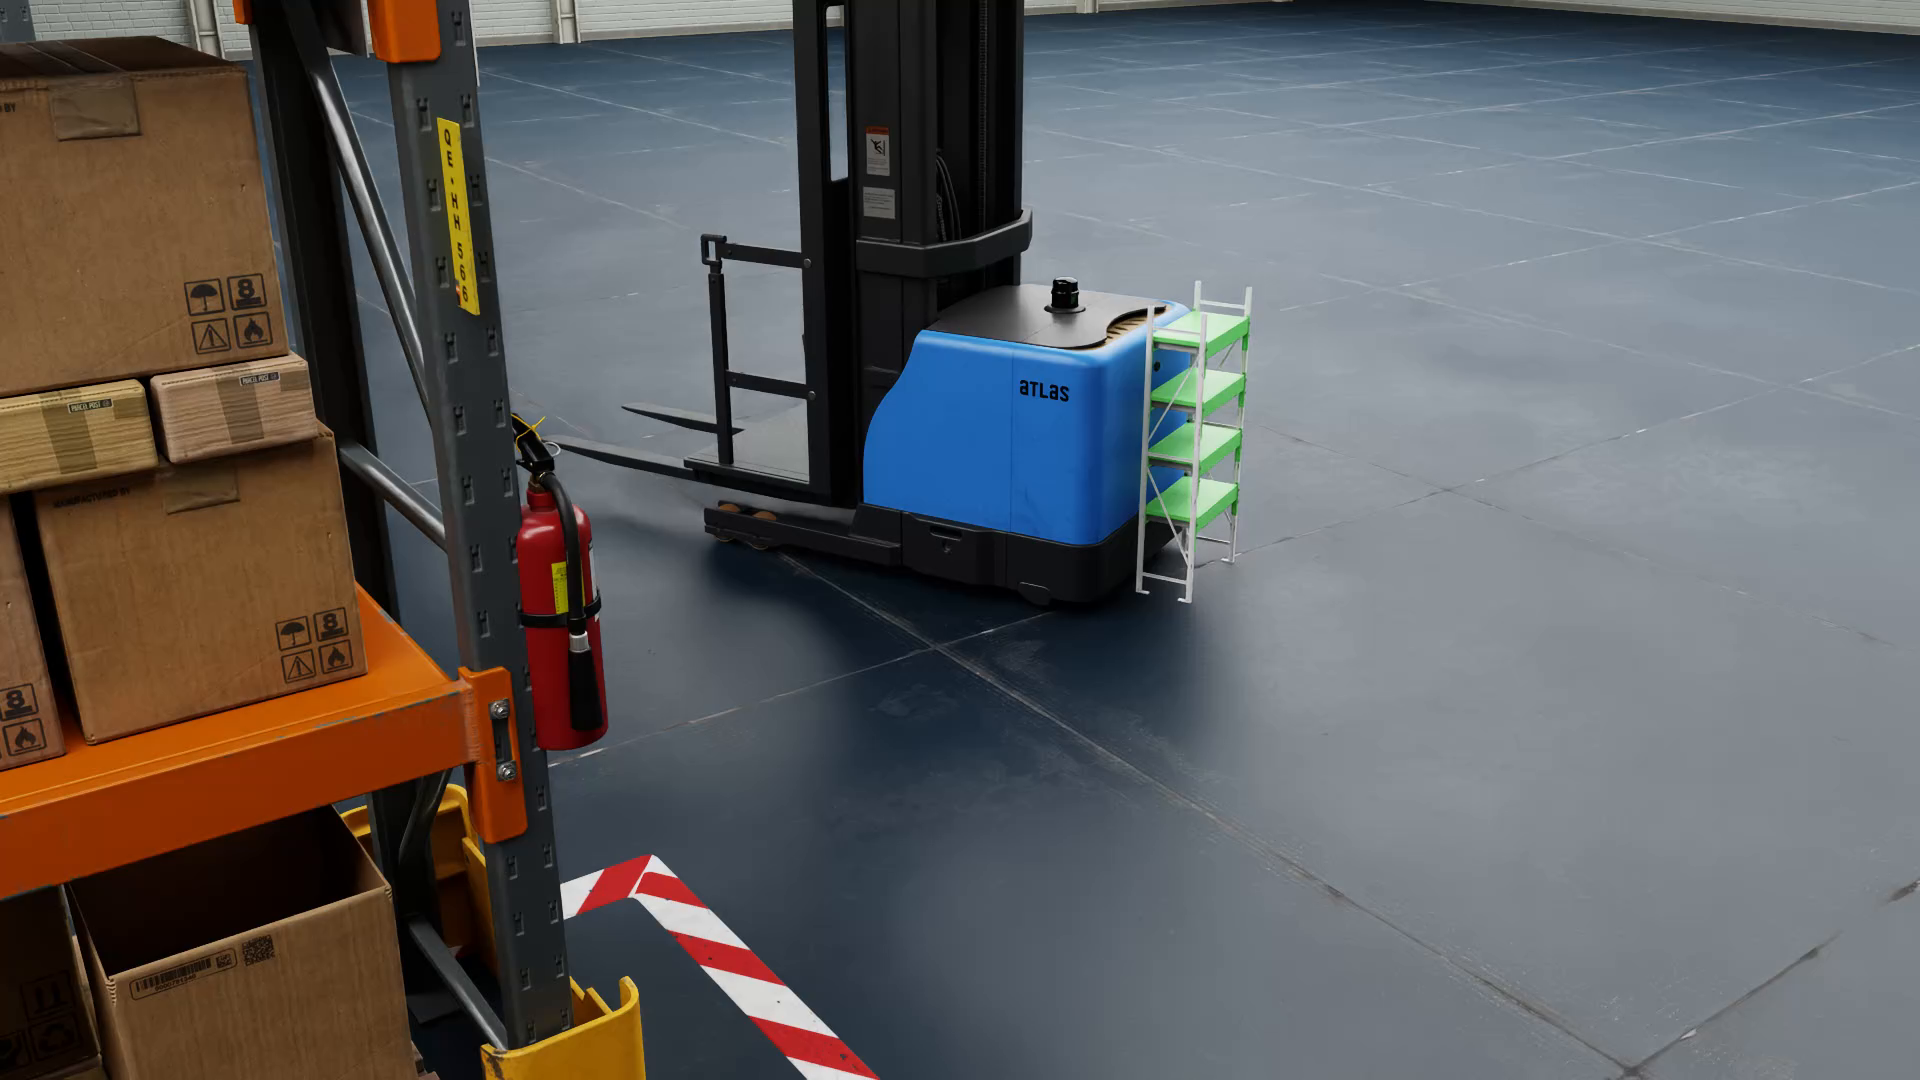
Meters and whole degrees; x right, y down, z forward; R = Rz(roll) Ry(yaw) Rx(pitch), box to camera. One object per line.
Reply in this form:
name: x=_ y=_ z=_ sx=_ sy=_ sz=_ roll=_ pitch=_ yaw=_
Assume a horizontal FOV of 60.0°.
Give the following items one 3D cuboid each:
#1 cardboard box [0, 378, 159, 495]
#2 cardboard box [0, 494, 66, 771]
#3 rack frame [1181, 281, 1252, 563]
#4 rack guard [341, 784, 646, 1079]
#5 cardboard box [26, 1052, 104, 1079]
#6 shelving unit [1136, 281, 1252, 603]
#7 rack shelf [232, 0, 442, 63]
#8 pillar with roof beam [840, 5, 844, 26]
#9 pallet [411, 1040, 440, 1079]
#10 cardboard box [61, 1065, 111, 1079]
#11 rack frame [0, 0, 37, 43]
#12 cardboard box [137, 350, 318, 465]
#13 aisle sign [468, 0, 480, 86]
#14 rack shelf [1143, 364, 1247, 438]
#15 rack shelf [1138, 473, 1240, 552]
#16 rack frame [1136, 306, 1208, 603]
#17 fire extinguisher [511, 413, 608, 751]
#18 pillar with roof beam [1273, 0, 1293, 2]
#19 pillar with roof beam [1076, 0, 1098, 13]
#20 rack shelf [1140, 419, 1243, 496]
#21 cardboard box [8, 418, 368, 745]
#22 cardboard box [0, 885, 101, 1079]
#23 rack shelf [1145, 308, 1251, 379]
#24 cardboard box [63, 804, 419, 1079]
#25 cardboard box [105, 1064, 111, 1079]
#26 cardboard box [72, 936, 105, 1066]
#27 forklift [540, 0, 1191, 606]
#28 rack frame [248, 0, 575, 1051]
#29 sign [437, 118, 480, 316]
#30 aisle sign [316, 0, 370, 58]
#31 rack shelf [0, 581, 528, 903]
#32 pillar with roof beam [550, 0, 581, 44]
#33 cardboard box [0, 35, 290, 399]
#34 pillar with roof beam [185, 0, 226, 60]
cardboard box: x=-1.578 y=-0.222 z=2.896 sx=0.250 sy=0.149 sz=0.380 roll=-14 pitch=26 yaw=-32
cardboard box: x=-1.977 y=0.094 z=2.978 sx=0.500 sy=0.500 sz=0.700 roll=-14 pitch=26 yaw=-31
rack frame: x=1.072 y=-0.482 z=6.984 sx=0.240 sy=1.200 sz=0.015 roll=12 pitch=25 yaw=27
rack guard: x=-1.148 y=1.084 z=4.005 sx=0.348 sy=0.500 sz=1.175 roll=-15 pitch=26 yaw=-33
cardboard box: x=-2.136 y=1.169 z=3.564 sx=0.500 sy=0.250 sz=0.500 roll=-15 pitch=26 yaw=-33
shelving unit: x=0.953 y=-0.403 z=6.787 sx=0.258 sy=1.200 sz=0.503 roll=12 pitch=25 yaw=27
rack shelf: x=-2.791 y=-0.698 z=2.022 sx=4.000 sy=0.370 sz=1.077 roll=-15 pitch=26 yaw=-33
pillar with roof beam: x=0.395 y=-13.035 z=27.919 sx=0.400 sy=9.000 sz=9.100 roll=-15 pitch=26 yaw=-33
pallet: x=-1.764 y=1.401 z=3.599 sx=1.213 sy=0.211 sz=1.003 roll=-15 pitch=26 yaw=-33
cardboard box: x=-1.829 y=1.327 z=3.167 sx=0.500 sy=0.250 sz=0.500 roll=-15 pitch=26 yaw=-33
rack frame: x=-4.057 y=-1.563 z=7.265 sx=0.127 sy=3.000 sz=1.000 roll=-15 pitch=26 yaw=-33
cardboard box: x=-1.366 y=-0.279 z=3.039 sx=0.250 sy=0.149 sz=0.380 roll=-15 pitch=26 yaw=-34
aisle sign: x=-0.942 y=-1.205 z=2.861 sx=0.004 sy=0.787 sz=0.394 roll=-15 pitch=26 yaw=-33
rack shelf: x=0.953 y=-0.566 z=6.721 sx=0.258 sy=0.148 sz=0.480 roll=12 pitch=25 yaw=27
rack shelf: x=0.953 y=-0.120 z=6.899 sx=0.258 sy=0.148 sz=0.480 roll=12 pitch=25 yaw=27
rack frame: x=0.833 y=-0.324 z=6.589 sx=0.240 sy=1.200 sz=0.015 roll=12 pitch=25 yaw=27
fire extinguisher: x=-0.800 y=0.078 z=3.257 sx=0.183 sy=0.674 sz=0.296 roll=-15 pitch=26 yaw=-33
pillar with roof beam: x=10.136 y=-15.632 z=34.429 sx=0.400 sy=9.000 sz=9.100 roll=-15 pitch=26 yaw=-33
pillar with roof beam: x=5.265 y=-14.333 z=31.174 sx=0.400 sy=9.000 sz=9.100 roll=-15 pitch=26 yaw=-33
rack shelf: x=0.953 y=-0.343 z=6.810 sx=0.258 sy=0.148 sz=0.480 roll=12 pitch=25 yaw=27
cardboard box: x=-1.554 y=-0.021 z=3.267 sx=0.500 sy=0.500 sz=0.700 roll=-15 pitch=26 yaw=-33
cardboard box: x=-2.137 y=0.820 z=3.426 sx=0.500 sy=0.500 sz=0.500 roll=-15 pitch=26 yaw=-33
rack shelf: x=0.953 y=-0.789 z=6.632 sx=0.258 sy=0.148 sz=0.480 roll=12 pitch=25 yaw=27
cardboard box: x=-1.429 y=0.868 z=3.307 sx=0.500 sy=0.500 sz=0.500 roll=-15 pitch=26 yaw=-33
cardboard box: x=-1.430 y=1.215 z=3.447 sx=0.500 sy=0.250 sz=0.500 roll=-15 pitch=26 yaw=-33
cardboard box: x=-1.733 y=1.059 z=3.838 sx=0.500 sy=0.250 sz=0.500 roll=-15 pitch=26 yaw=-33
forklift: x=-0.548 y=-1.475 z=7.138 sx=3.031 sy=2.935 sz=1.130 roll=12 pitch=25 yaw=27
rack frame: x=-1.167 y=-0.072 z=3.529 sx=0.127 sy=3.000 sz=1.000 roll=-15 pitch=26 yaw=-33
sign: x=-0.862 y=-0.553 z=2.854 sx=0.005 sy=0.325 sz=0.100 roll=-15 pitch=26 yaw=-33
aisle sign: x=-1.293 y=-1.386 z=3.314 sx=0.004 sy=0.787 sz=0.394 roll=-15 pitch=26 yaw=-33
rack shelf: x=-2.791 y=0.695 z=2.577 sx=4.000 sy=0.370 sz=1.077 roll=-15 pitch=26 yaw=-33
pillar with roof beam: x=-4.476 y=-11.736 z=24.665 sx=0.400 sy=9.000 sz=9.100 roll=-15 pitch=26 yaw=-33
cardboard box: x=-1.597 y=-0.612 z=2.998 sx=0.500 sy=0.500 sz=0.700 roll=-15 pitch=26 yaw=-33
pillar with roof beam: x=-9.346 y=-10.437 z=21.410 sx=0.400 sy=9.000 sz=9.100 roll=-15 pitch=26 yaw=-33
